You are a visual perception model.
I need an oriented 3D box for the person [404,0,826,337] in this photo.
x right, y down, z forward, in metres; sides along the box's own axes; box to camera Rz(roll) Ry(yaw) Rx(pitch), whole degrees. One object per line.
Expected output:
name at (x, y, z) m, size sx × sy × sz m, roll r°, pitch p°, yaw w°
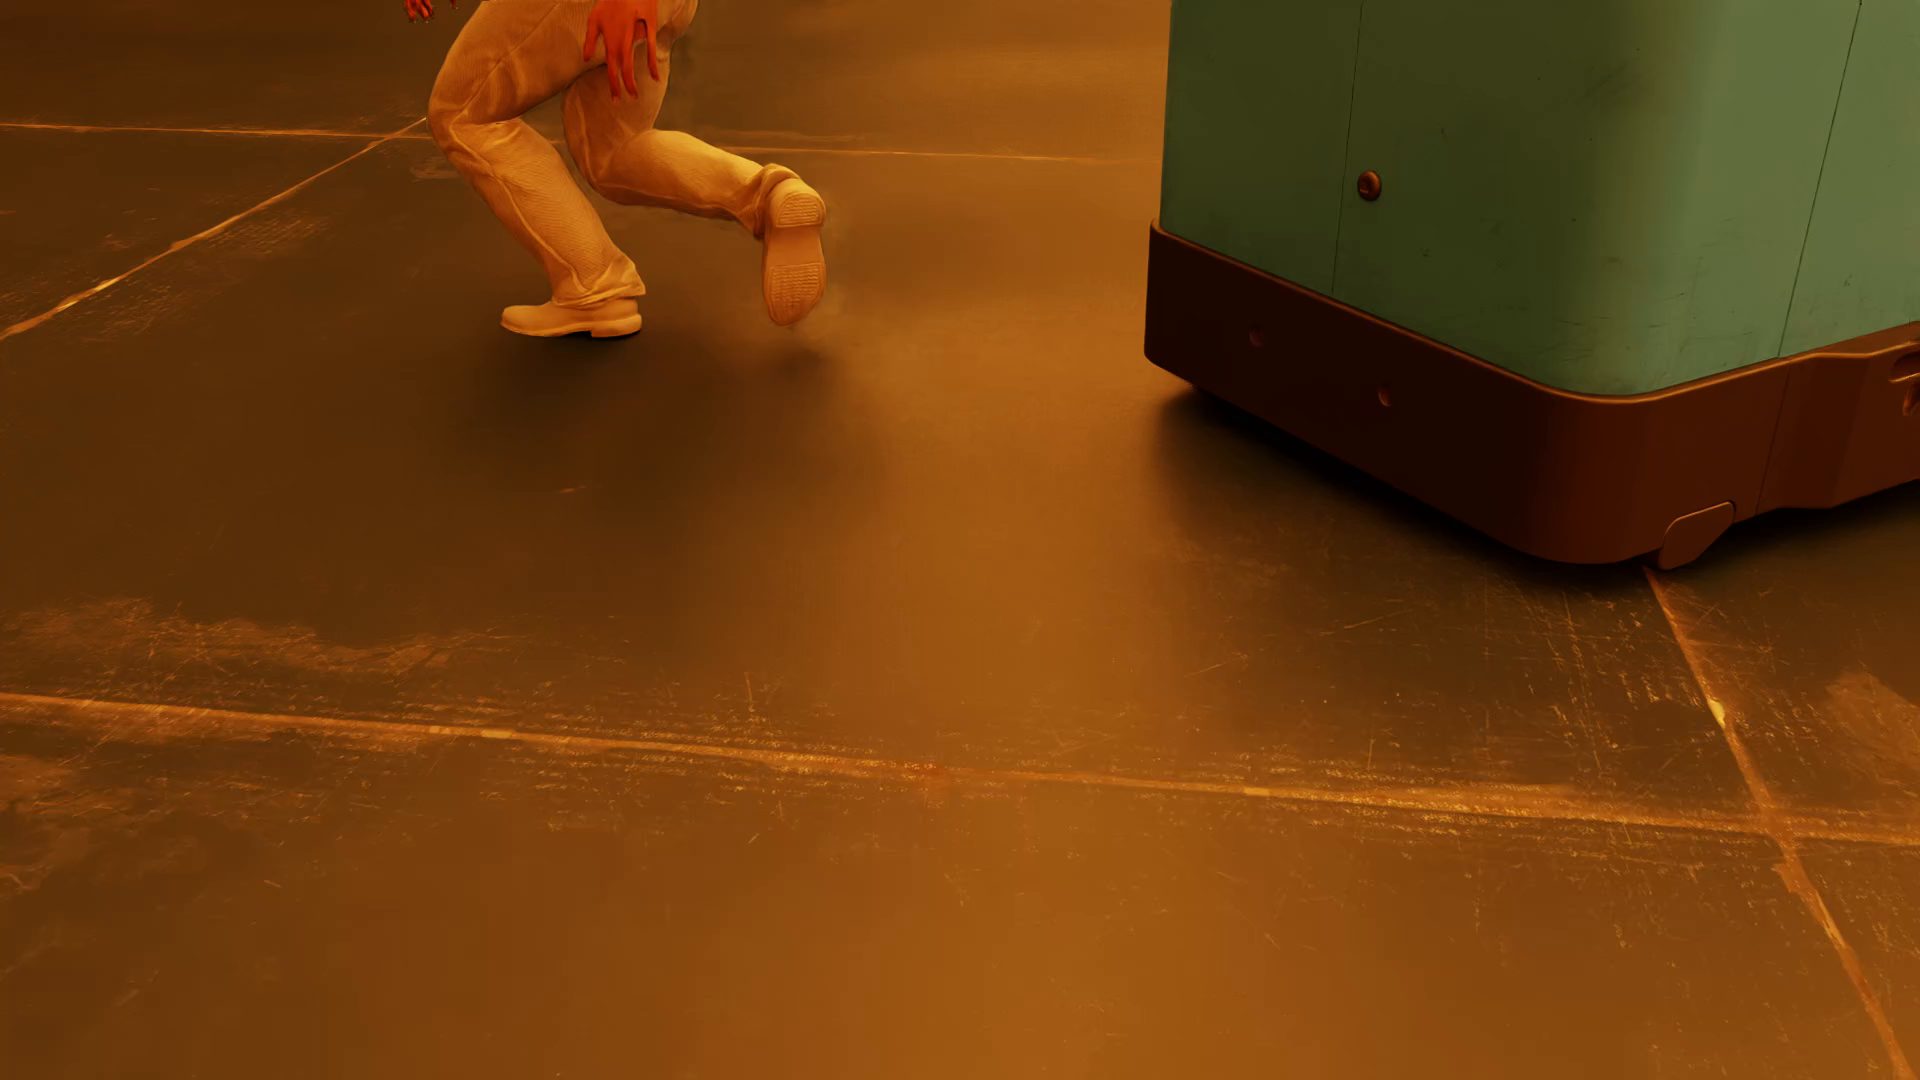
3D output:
person at (-0.670, -1.069, 2.964) m, size 0.833 × 1.542 × 0.680 m, roll 3°, pitch 27°, yaw 5°

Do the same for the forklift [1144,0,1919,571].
forklift at (1.868, -1.737, 2.698) m, size 3.031 × 2.935 × 1.130 m, roll -15°, pitch 30°, yaw -27°
